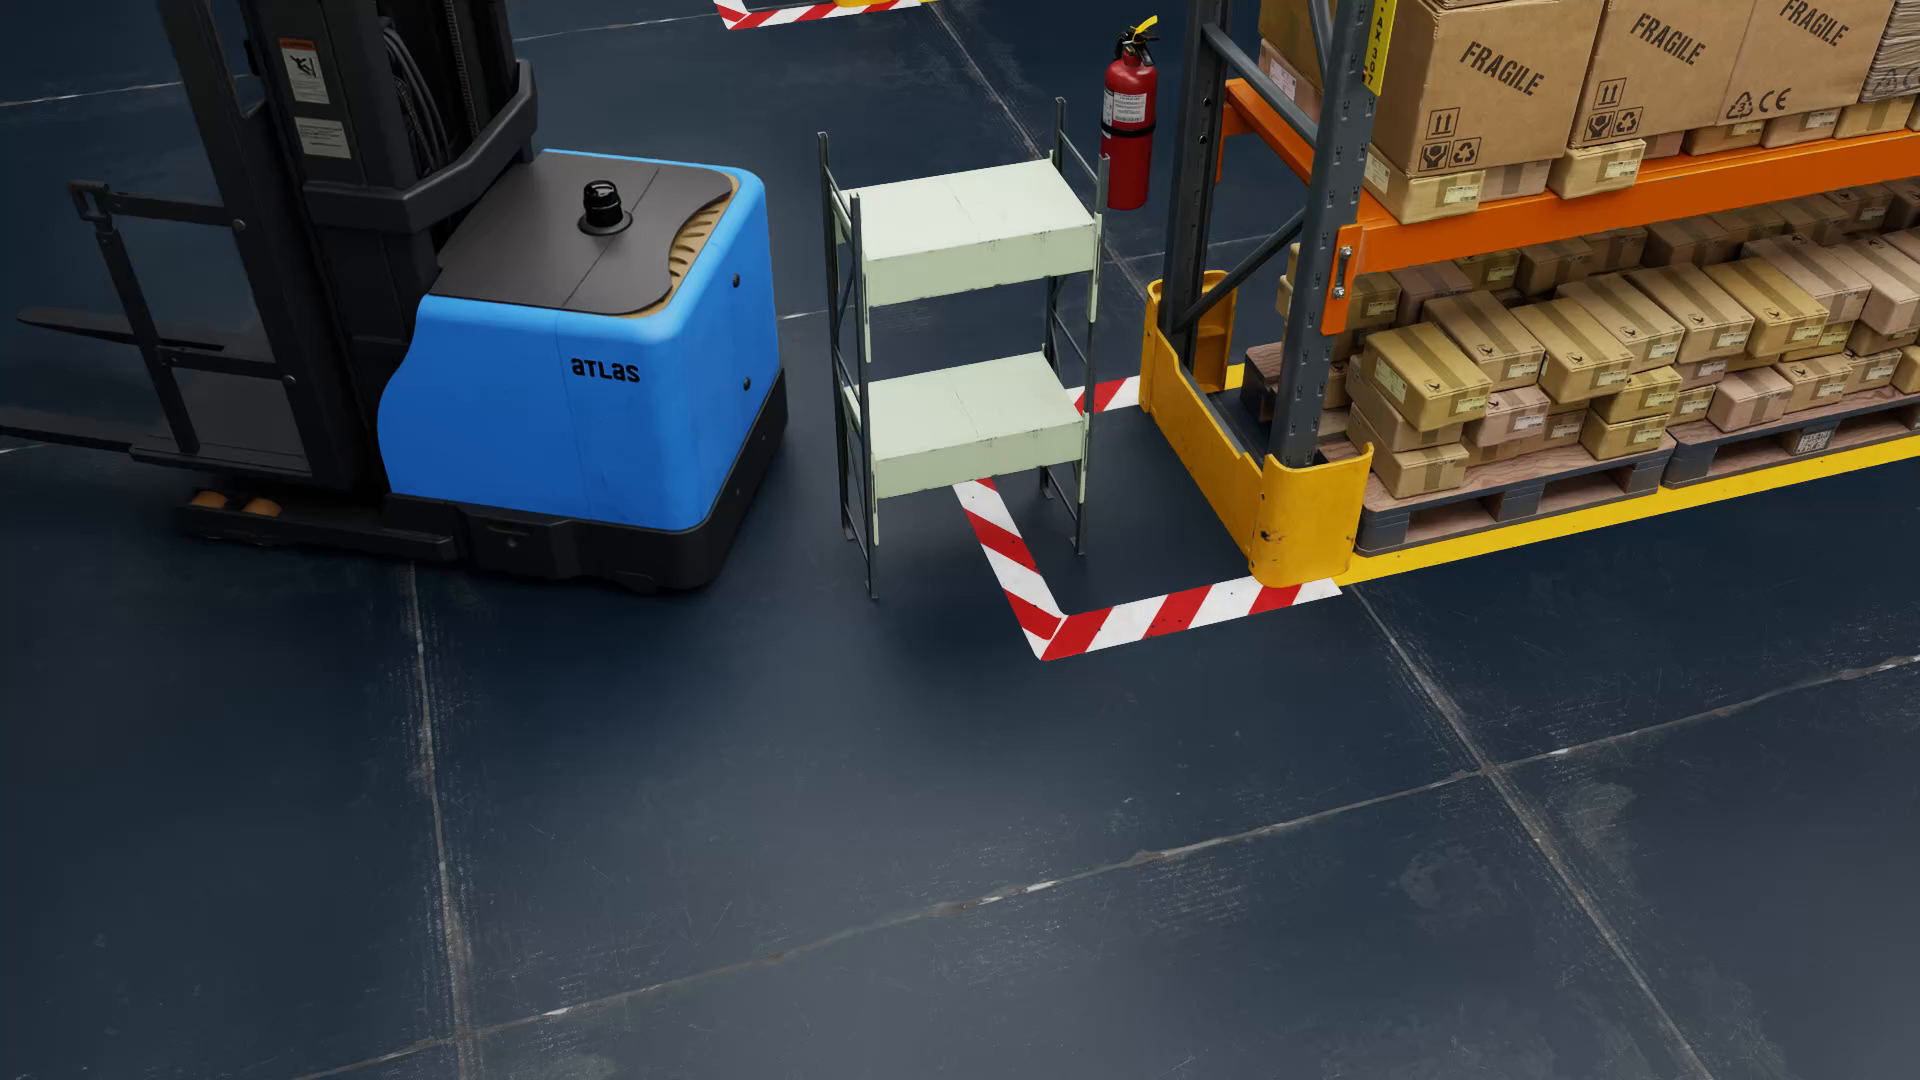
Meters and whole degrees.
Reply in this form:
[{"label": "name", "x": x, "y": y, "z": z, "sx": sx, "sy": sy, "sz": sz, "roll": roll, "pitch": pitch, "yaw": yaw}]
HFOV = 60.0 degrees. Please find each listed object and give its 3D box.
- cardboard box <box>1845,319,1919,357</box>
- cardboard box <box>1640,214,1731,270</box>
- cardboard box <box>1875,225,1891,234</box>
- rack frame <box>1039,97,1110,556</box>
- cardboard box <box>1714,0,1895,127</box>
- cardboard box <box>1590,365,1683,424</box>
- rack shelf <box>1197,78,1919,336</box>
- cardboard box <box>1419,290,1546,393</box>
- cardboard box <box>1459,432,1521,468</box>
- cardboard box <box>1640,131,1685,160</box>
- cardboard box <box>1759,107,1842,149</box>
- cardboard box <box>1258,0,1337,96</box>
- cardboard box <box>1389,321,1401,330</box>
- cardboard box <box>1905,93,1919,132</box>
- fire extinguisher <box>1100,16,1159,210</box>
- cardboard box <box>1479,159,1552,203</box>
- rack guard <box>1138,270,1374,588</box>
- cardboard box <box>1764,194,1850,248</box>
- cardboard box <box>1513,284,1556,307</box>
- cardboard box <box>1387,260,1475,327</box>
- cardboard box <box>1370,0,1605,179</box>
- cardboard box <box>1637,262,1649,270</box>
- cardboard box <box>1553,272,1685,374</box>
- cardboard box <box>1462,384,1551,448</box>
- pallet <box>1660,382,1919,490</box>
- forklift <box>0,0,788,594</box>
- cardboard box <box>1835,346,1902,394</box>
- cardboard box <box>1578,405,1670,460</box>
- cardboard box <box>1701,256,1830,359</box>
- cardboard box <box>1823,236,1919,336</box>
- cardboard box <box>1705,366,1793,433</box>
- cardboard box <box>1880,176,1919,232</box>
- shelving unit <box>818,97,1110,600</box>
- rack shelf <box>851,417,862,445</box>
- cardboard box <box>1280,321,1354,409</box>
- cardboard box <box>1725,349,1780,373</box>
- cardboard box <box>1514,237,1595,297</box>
[{"label": "cardboard box", "x": 3.270, "y": -0.852, "z": 6.067, "sx": 0.250, "sy": 0.149, "sz": 0.380, "roll": -14, "pitch": 43, "yaw": -15}, {"label": "cardboard box", "x": 2.616, "y": -1.141, "z": 6.172, "sx": 0.250, "sy": 0.149, "sz": 0.380, "roll": -13, "pitch": 43, "yaw": -14}, {"label": "cardboard box", "x": 3.610, "y": -1.230, "z": 6.500, "sx": 0.250, "sy": 0.149, "sz": 0.380, "roll": -14, "pitch": 43, "yaw": -15}, {"label": "rack frame", "x": 0.355, "y": -0.638, "z": 5.341, "sx": 0.023, "sy": 1.500, "sz": 0.400, "roll": -12, "pitch": 42, "yaw": -13}, {"label": "cardboard box", "x": 2.417, "y": -1.618, "z": 5.020, "sx": 0.500, "sy": 0.500, "sz": 0.500, "roll": -11, "pitch": 42, "yaw": -12}, {"label": "cardboard box", "x": 2.271, "y": -0.587, "z": 5.763, "sx": 0.250, "sy": 0.149, "sz": 0.380, "roll": -10, "pitch": 42, "yaw": -12}, {"label": "rack shelf", "x": 2.839, "y": -1.467, "z": 5.696, "sx": 4.000, "sy": 0.370, "sz": 1.077, "roll": -12, "pitch": 42, "yaw": -13}, {"label": "cardboard box", "x": 1.760, "y": -0.672, "z": 5.634, "sx": 0.250, "sy": 0.149, "sz": 0.380, "roll": -11, "pitch": 42, "yaw": -12}, {"label": "cardboard box", "x": 1.752, "y": -0.433, "z": 5.813, "sx": 0.250, "sy": 0.149, "sz": 0.380, "roll": -12, "pitch": 43, "yaw": -13}, {"label": "cardboard box", "x": 2.048, "y": -1.339, "z": 5.194, "sx": 0.250, "sy": 0.149, "sz": 0.380, "roll": -10, "pitch": 42, "yaw": -11}, {"label": "cardboard box", "x": 2.558, "y": -1.409, "z": 5.273, "sx": 0.250, "sy": 0.149, "sz": 0.380, "roll": -12, "pitch": 43, "yaw": -14}, {"label": "cardboard box", "x": 1.283, "y": -1.743, "z": 5.163, "sx": 0.500, "sy": 0.500, "sz": 0.500, "roll": -11, "pitch": 42, "yaw": -12}, {"label": "cardboard box", "x": 1.615, "y": -0.840, "z": 6.054, "sx": 0.250, "sy": 0.149, "sz": 0.380, "roll": -13, "pitch": 43, "yaw": -14}, {"label": "cardboard box", "x": 3.075, "y": -1.481, "z": 5.356, "sx": 0.250, "sy": 0.149, "sz": 0.380, "roll": -11, "pitch": 42, "yaw": -12}, {"label": "fire extinguisher", "x": 0.553, "y": -1.413, "z": 5.430, "sx": 0.183, "sy": 0.674, "sz": 0.296, "roll": -12, "pitch": 42, "yaw": -13}, {"label": "cardboard box", "x": 1.569, "y": -1.183, "z": 5.015, "sx": 0.250, "sy": 0.149, "sz": 0.380, "roll": -10, "pitch": 42, "yaw": -12}, {"label": "rack guard", "x": 1.004, "y": -0.416, "z": 5.846, "sx": 0.348, "sy": 0.500, "sz": 1.175, "roll": -12, "pitch": 42, "yaw": -13}, {"label": "cardboard box", "x": 3.105, "y": -1.235, "z": 6.279, "sx": 0.250, "sy": 0.149, "sz": 0.380, "roll": -13, "pitch": 43, "yaw": -15}, {"label": "cardboard box", "x": 2.132, "y": -0.915, "z": 6.139, "sx": 0.250, "sy": 0.149, "sz": 0.380, "roll": -12, "pitch": 43, "yaw": -14}, {"label": "cardboard box", "x": 1.617, "y": -0.928, "z": 5.928, "sx": 0.250, "sy": 0.149, "sz": 0.380, "roll": -11, "pitch": 42, "yaw": -12}, {"label": "cardboard box", "x": 1.443, "y": -1.408, "z": 4.779, "sx": 0.500, "sy": 0.500, "sz": 0.500, "roll": -10, "pitch": 42, "yaw": -11}, {"label": "cardboard box", "x": 2.584, "y": -1.076, "z": 6.323, "sx": 0.250, "sy": 0.149, "sz": 0.380, "roll": -10, "pitch": 42, "yaw": -11}, {"label": "cardboard box", "x": 2.251, "y": -0.742, "z": 5.715, "sx": 0.250, "sy": 0.149, "sz": 0.380, "roll": -14, "pitch": 43, "yaw": -15}, {"label": "cardboard box", "x": 1.786, "y": -0.500, "z": 5.664, "sx": 0.250, "sy": 0.149, "sz": 0.380, "roll": -12, "pitch": 43, "yaw": -13}, {"label": "pallet", "x": 2.951, "y": -0.685, "z": 6.373, "sx": 1.213, "sy": 0.211, "sz": 1.003, "roll": -12, "pitch": 42, "yaw": -13}, {"label": "forklift", "x": -2.205, "y": -1.390, "z": 5.162, "sx": 3.031, "sy": 2.867, "sz": 1.129, "roll": 8, "pitch": 42, "yaw": 9}, {"label": "cardboard box", "x": 3.219, "y": -0.712, "z": 6.133, "sx": 0.250, "sy": 0.149, "sz": 0.380, "roll": -11, "pitch": 42, "yaw": -12}, {"label": "cardboard box", "x": 2.264, "y": -0.468, "z": 5.854, "sx": 0.250, "sy": 0.149, "sz": 0.380, "roll": -11, "pitch": 42, "yaw": -13}, {"label": "cardboard box", "x": 2.783, "y": -0.814, "z": 5.797, "sx": 0.250, "sy": 0.149, "sz": 0.380, "roll": -11, "pitch": 42, "yaw": -12}, {"label": "cardboard box", "x": 3.264, "y": -0.904, "z": 5.901, "sx": 0.250, "sy": 0.149, "sz": 0.380, "roll": -13, "pitch": 43, "yaw": -15}, {"label": "cardboard box", "x": 2.742, "y": -0.573, "z": 5.974, "sx": 0.250, "sy": 0.149, "sz": 0.380, "roll": -14, "pitch": 43, "yaw": -15}, {"label": "cardboard box", "x": 3.607, "y": -1.340, "z": 6.399, "sx": 0.250, "sy": 0.149, "sz": 0.380, "roll": -13, "pitch": 43, "yaw": -14}, {"label": "shelving unit", "x": 0.006, "y": -0.566, "z": 5.258, "sx": 0.755, "sy": 1.500, "sz": 0.431, "roll": -12, "pitch": 42, "yaw": -13}, {"label": "rack shelf", "x": 0.006, "y": -0.374, "z": 5.426, "sx": 0.664, "sy": 0.071, "sz": 0.332, "roll": -12, "pitch": 42, "yaw": -13}, {"label": "cardboard box", "x": 1.371, "y": -0.662, "z": 6.076, "sx": 0.250, "sy": 0.149, "sz": 0.380, "roll": -11, "pitch": 42, "yaw": -12}, {"label": "cardboard box", "x": 2.741, "y": -0.778, "z": 5.983, "sx": 0.250, "sy": 0.149, "sz": 0.380, "roll": -10, "pitch": 42, "yaw": -11}, {"label": "cardboard box", "x": 2.092, "y": -1.071, "z": 6.091, "sx": 0.250, "sy": 0.149, "sz": 0.380, "roll": -13, "pitch": 43, "yaw": -15}]
